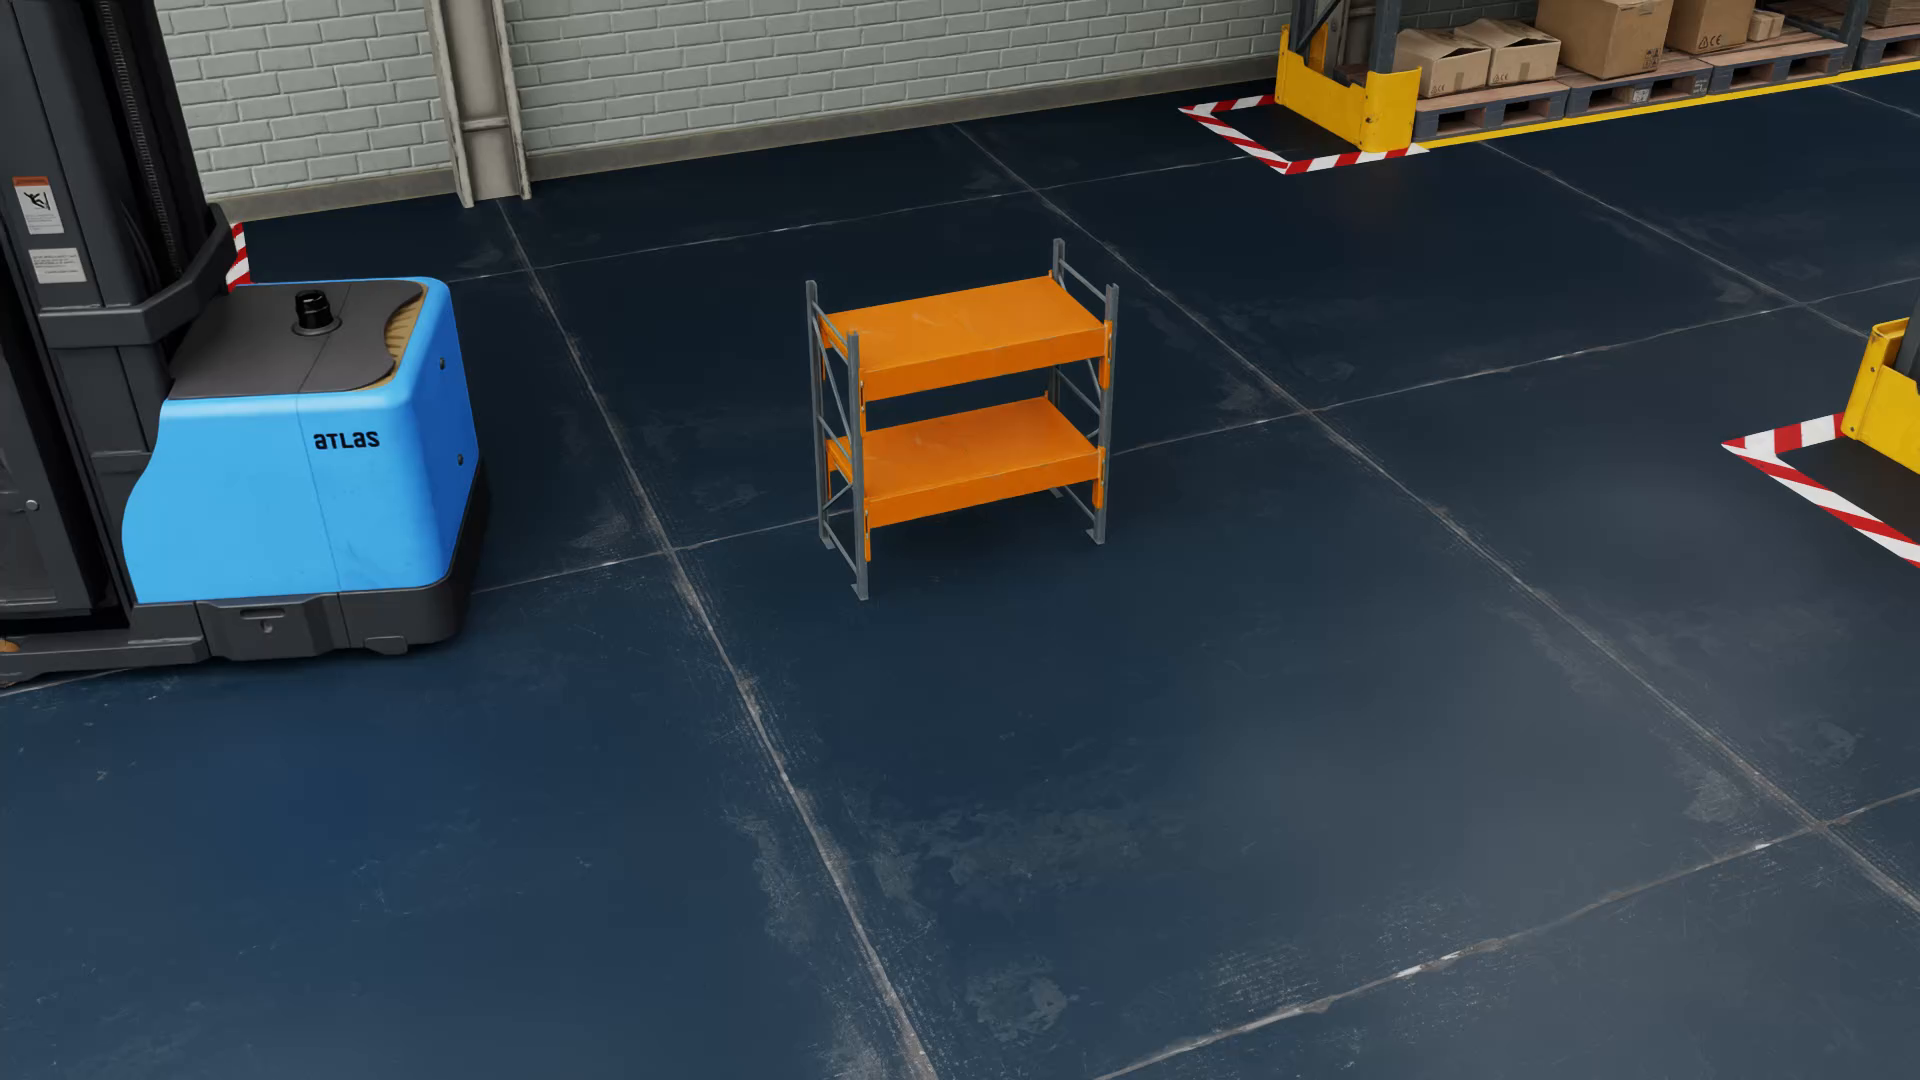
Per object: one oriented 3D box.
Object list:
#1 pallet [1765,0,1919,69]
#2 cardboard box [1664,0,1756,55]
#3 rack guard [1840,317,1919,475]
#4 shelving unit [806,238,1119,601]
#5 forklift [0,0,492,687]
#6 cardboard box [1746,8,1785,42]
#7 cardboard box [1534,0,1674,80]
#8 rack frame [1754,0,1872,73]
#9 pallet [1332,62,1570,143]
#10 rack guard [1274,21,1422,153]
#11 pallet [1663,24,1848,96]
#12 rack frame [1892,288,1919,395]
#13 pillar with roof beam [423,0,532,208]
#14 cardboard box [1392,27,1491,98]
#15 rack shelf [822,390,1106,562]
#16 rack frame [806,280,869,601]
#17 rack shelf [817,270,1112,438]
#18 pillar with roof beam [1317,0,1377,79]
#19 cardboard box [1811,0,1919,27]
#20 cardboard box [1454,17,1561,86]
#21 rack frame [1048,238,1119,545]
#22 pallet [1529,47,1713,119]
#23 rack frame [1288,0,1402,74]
[{"bbox_3d":[6.847,-3.846,12.467,1.213,0.211,1.003,-13,35,-19],"label":"pallet"},{"bbox_3d":[5.188,-3.747,11.647,0.500,0.500,0.500,-16,36,-22],"label":"cardboard box"},{"bbox_3d":[4.341,-0.462,7.002,0.348,0.500,1.175,-13,35,-19],"label":"rack guard"},{"bbox_3d":[0.006,-0.473,6.445,1.048,1.125,0.538,-13,35,-19],"label":"shelving unit"},{"bbox_3d":[-3.387,-0.996,5.593,3.031,2.935,1.130,-3,33,-5],"label":"forklift"},{"bbox_3d":[5.648,-3.718,11.909,0.250,0.166,0.380,-18,37,-25],"label":"cardboard box"},{"bbox_3d":[4.336,-3.493,11.256,0.500,0.500,0.700,-15,36,-22],"label":"cardboard box"},{"bbox_3d":[6.130,-4.849,11.453,0.127,3.000,1.000,-13,35,-19],"label":"rack frame"},{"bbox_3d":[3.275,-3.006,11.176,1.213,0.211,1.003,-13,35,-19],"label":"pallet"},{"bbox_3d":[2.512,-2.973,10.861,0.348,0.500,1.175,-13,35,-19],"label":"rack guard"},{"bbox_3d":[5.524,-3.521,11.968,1.213,0.211,1.003,-13,35,-19],"label":"pallet"},{"bbox_3d":[4.363,-1.515,6.328,0.127,3.000,1.000,-13,35,-19],"label":"rack frame"},{"bbox_3d":[-1.113,-3.671,4.140,0.400,9.000,9.100,-13,35,-19],"label":"pillar with roof beam"},{"bbox_3d":[3.115,-3.163,10.923,0.500,0.311,0.500,-17,37,-24],"label":"cardboard box"},{"bbox_3d":[0.006,-0.268,6.579,1.000,0.278,0.538,-13,35,-19],"label":"rack shelf"},{"bbox_3d":[-0.462,-0.366,6.280,0.032,1.125,0.500,-13,35,-19],"label":"rack frame"},{"bbox_3d":[0.006,-0.718,6.286,1.000,0.278,0.538,-13,35,-19],"label":"rack shelf"},{"bbox_3d":[4.419,-4.938,6.087,0.400,9.000,9.100,-13,35,-19],"label":"pillar with roof beam"},{"bbox_3d":[6.802,-4.150,12.266,0.500,0.500,0.700,-12,35,-17],"label":"cardboard box"},{"bbox_3d":[3.640,-3.284,11.108,0.500,0.311,0.500,-10,34,-15],"label":"cardboard box"},{"bbox_3d":[0.475,-0.580,6.610,0.032,1.125,0.500,-13,35,-19],"label":"rack frame"},{"bbox_3d":[4.398,-3.261,11.569,1.213,0.211,1.003,-13,35,-19],"label":"pallet"},{"bbox_3d":[2.442,-4.005,10.155,0.127,3.000,1.000,-13,35,-19],"label":"rack frame"}]
